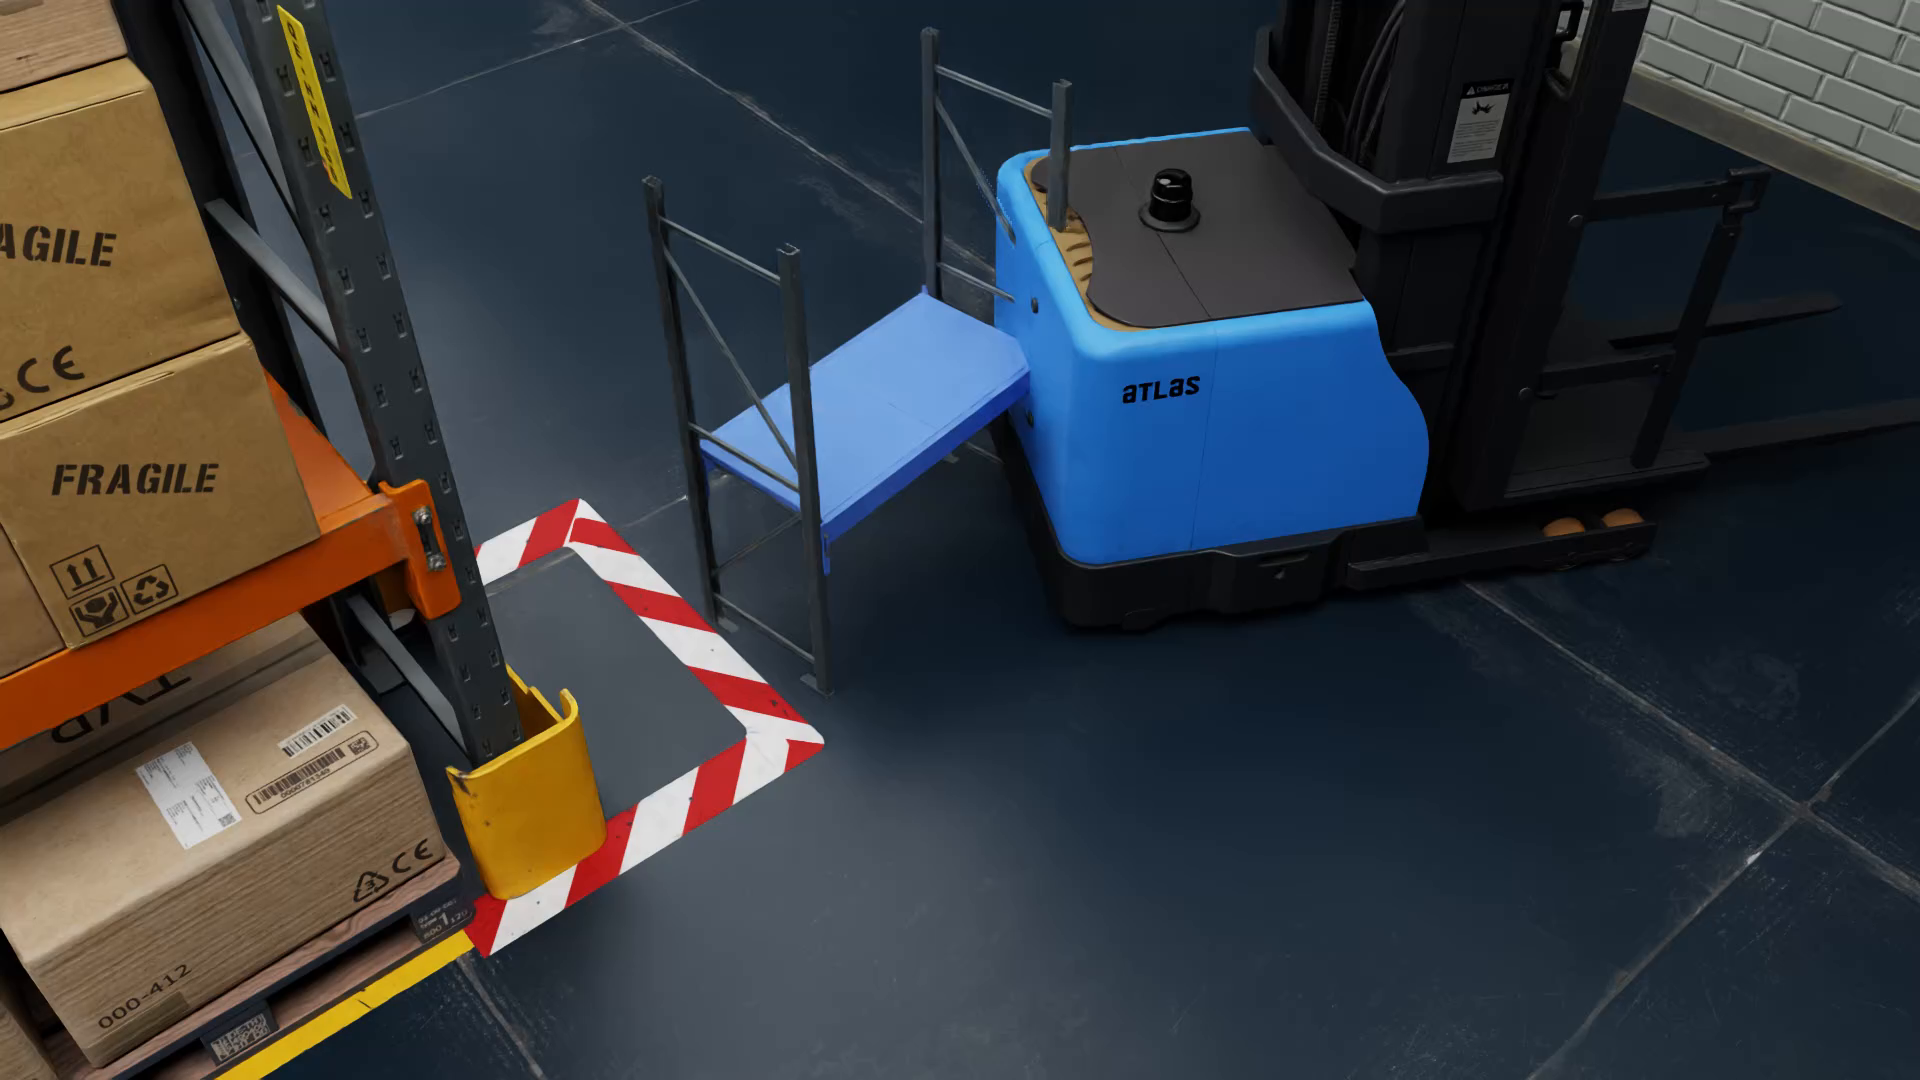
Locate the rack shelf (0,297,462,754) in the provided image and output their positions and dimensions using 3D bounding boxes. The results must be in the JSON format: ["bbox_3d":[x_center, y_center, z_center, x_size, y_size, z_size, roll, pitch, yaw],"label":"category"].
[{"bbox_3d":[-2.969,0.618,2.926,4.000,0.370,1.077,-30,51,-28],"label":"rack shelf"}]

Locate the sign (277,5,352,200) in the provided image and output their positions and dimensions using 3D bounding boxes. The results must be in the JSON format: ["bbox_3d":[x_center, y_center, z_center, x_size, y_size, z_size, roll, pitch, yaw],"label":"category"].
[{"bbox_3d":[-1.097,-0.740,2.828,0.005,0.325,0.100,-30,51,-28],"label":"sign"}]

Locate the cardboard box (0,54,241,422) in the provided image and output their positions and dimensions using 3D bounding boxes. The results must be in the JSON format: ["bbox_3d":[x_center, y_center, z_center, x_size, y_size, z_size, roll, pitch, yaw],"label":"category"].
[{"bbox_3d":[-1.652,-0.587,2.880,0.500,0.500,0.500,-28,50,-27],"label":"cardboard box"}]

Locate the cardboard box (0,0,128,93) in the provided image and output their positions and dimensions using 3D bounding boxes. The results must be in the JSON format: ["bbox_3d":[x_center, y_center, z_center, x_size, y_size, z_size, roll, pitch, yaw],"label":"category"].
[{"bbox_3d":[-1.582,-0.897,2.737,0.250,0.149,0.380,-29,50,-27],"label":"cardboard box"}]

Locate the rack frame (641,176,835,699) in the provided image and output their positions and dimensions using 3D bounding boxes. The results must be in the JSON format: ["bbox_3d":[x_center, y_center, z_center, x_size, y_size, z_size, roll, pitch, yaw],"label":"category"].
[{"bbox_3d":[-0.561,-0.210,4.378,0.500,1.500,0.032,30,51,28],"label":"rack frame"}]

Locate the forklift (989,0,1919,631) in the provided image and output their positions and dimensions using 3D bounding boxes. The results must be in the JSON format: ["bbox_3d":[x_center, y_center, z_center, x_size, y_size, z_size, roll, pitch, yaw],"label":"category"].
[{"bbox_3d":[1.668,-1.321,4.516,3.031,2.935,1.130,-9,44,-9],"label":"forklift"}]

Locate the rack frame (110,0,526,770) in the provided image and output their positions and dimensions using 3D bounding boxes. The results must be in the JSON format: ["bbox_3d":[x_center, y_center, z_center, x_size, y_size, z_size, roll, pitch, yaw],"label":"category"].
[{"bbox_3d":[-1.435,-0.523,3.615,0.127,3.000,1.000,-30,51,-28],"label":"rack frame"}]

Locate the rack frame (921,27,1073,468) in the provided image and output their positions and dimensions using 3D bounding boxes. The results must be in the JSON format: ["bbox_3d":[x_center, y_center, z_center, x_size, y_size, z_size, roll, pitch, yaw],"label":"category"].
[{"bbox_3d":[0.094,-0.742,4.944,0.500,1.500,0.032,30,51,28],"label":"rack frame"}]

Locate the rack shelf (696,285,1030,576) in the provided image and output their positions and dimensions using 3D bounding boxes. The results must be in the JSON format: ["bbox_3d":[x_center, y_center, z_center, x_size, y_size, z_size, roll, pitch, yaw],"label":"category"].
[{"bbox_3d":[-0.233,-0.345,4.784,0.538,0.185,1.000,30,51,28],"label":"rack shelf"}]

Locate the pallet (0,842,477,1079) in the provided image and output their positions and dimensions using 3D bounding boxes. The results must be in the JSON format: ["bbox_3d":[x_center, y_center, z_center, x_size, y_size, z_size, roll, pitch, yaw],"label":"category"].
[{"bbox_3d":[-1.998,0.886,4.152,1.213,0.211,1.003,-30,51,-28],"label":"pallet"}]

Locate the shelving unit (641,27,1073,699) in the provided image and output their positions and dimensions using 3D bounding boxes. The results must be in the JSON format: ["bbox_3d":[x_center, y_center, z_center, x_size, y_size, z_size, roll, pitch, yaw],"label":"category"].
[{"bbox_3d":[-0.233,-0.476,4.661,0.538,1.500,1.048,30,51,28],"label":"shelving unit"}]

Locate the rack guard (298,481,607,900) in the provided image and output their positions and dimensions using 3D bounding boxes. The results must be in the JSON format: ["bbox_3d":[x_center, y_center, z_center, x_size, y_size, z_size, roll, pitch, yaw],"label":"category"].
[{"bbox_3d":[-1.416,0.378,4.482,0.348,0.500,1.175,-30,51,-28],"label":"rack guard"}]

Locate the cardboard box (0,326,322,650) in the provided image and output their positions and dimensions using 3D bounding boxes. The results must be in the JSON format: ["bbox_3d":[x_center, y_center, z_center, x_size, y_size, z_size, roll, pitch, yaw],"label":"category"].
[{"bbox_3d":[-1.635,-0.208,3.208,0.500,0.500,0.500,-30,51,-28],"label":"cardboard box"}]

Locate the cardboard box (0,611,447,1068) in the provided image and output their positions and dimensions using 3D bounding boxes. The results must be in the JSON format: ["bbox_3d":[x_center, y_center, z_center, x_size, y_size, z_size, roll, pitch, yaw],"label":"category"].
[{"bbox_3d":[-1.877,0.601,3.984,0.875,0.438,0.875,-32,52,-29],"label":"cardboard box"}]

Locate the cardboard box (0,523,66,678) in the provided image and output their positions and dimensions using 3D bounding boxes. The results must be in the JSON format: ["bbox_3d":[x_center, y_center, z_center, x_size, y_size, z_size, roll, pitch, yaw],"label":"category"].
[{"bbox_3d":[-2.030,0.004,2.981,0.500,0.500,0.500,-31,51,-29],"label":"cardboard box"}]
